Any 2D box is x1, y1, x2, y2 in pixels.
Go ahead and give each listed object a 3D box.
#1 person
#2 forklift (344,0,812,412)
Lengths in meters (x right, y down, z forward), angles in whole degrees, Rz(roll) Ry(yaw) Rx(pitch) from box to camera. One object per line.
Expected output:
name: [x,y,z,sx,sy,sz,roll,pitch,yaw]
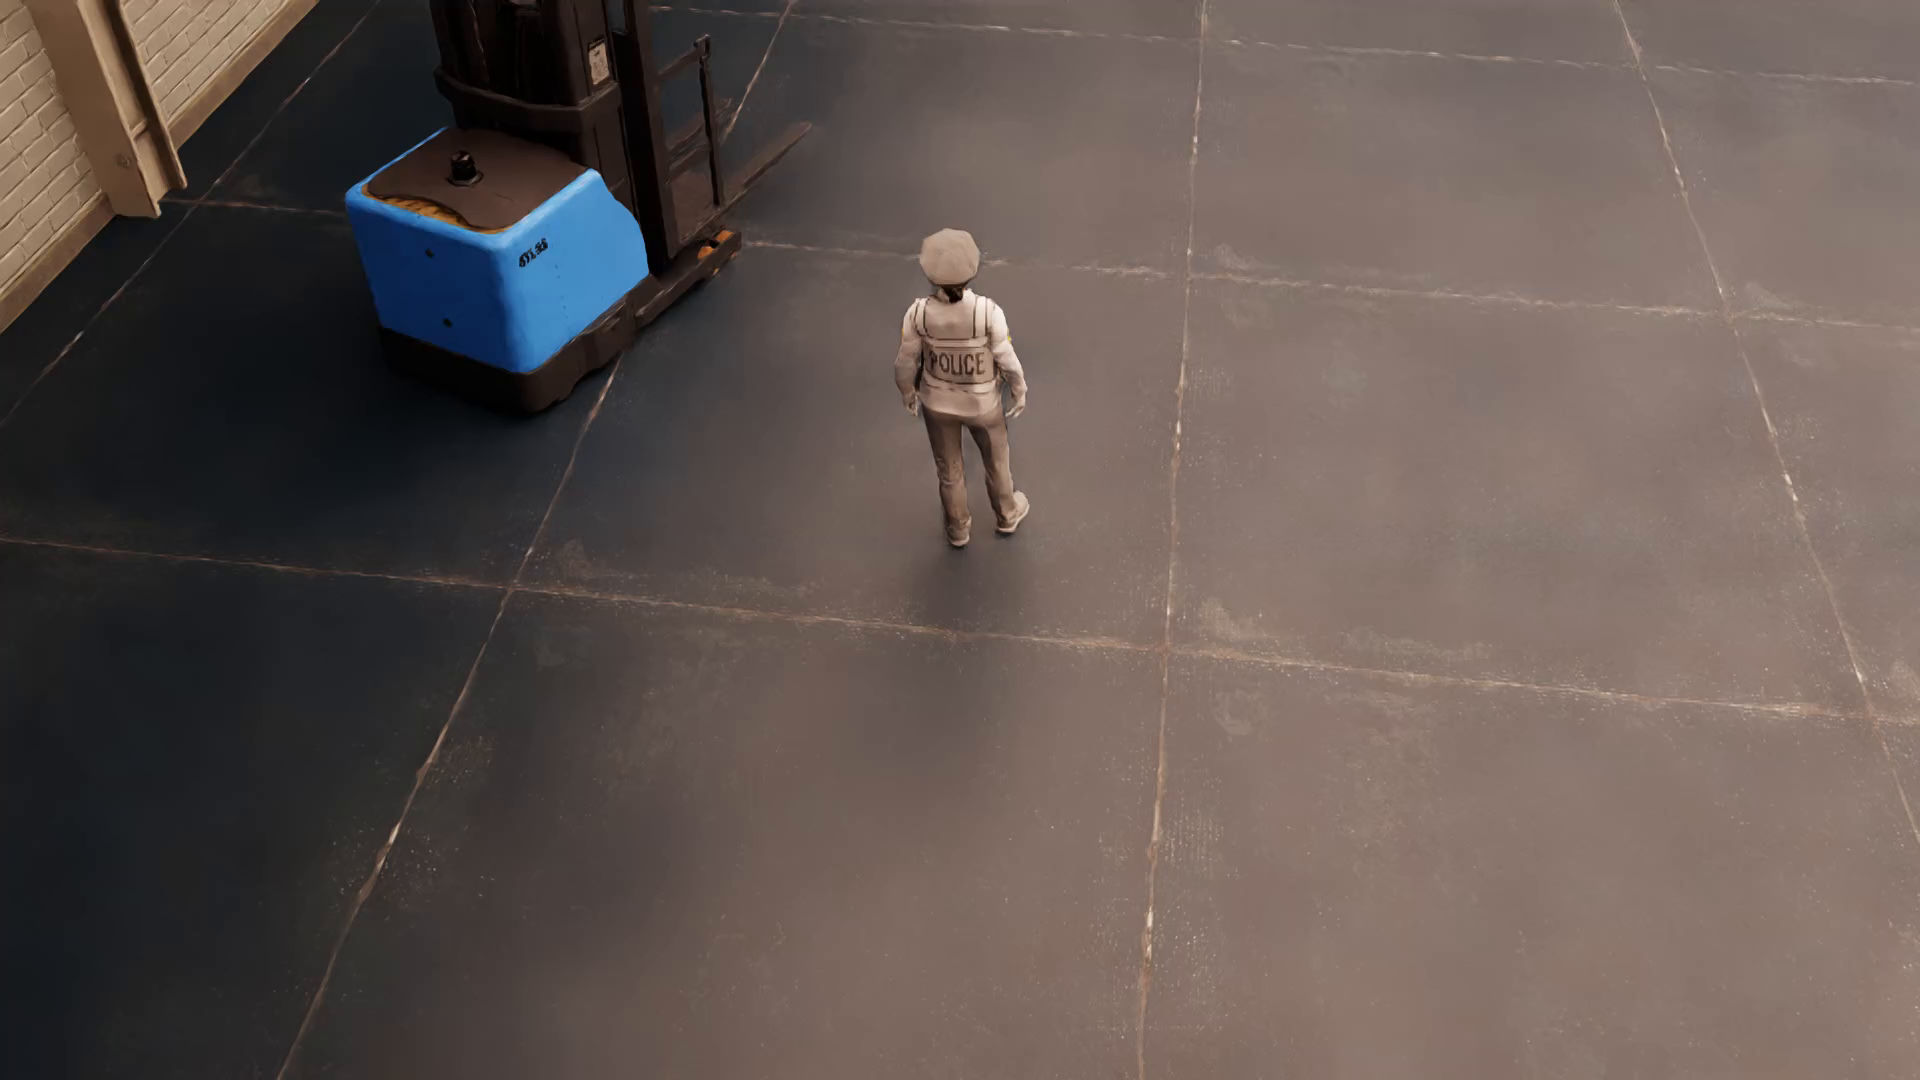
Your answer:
person: [0.016,-0.674,7.361,0.586,1.695,0.532,5,43,6]
forklift: [-1.923,-2.724,8.690,1.130,2.935,3.031,19,46,20]
